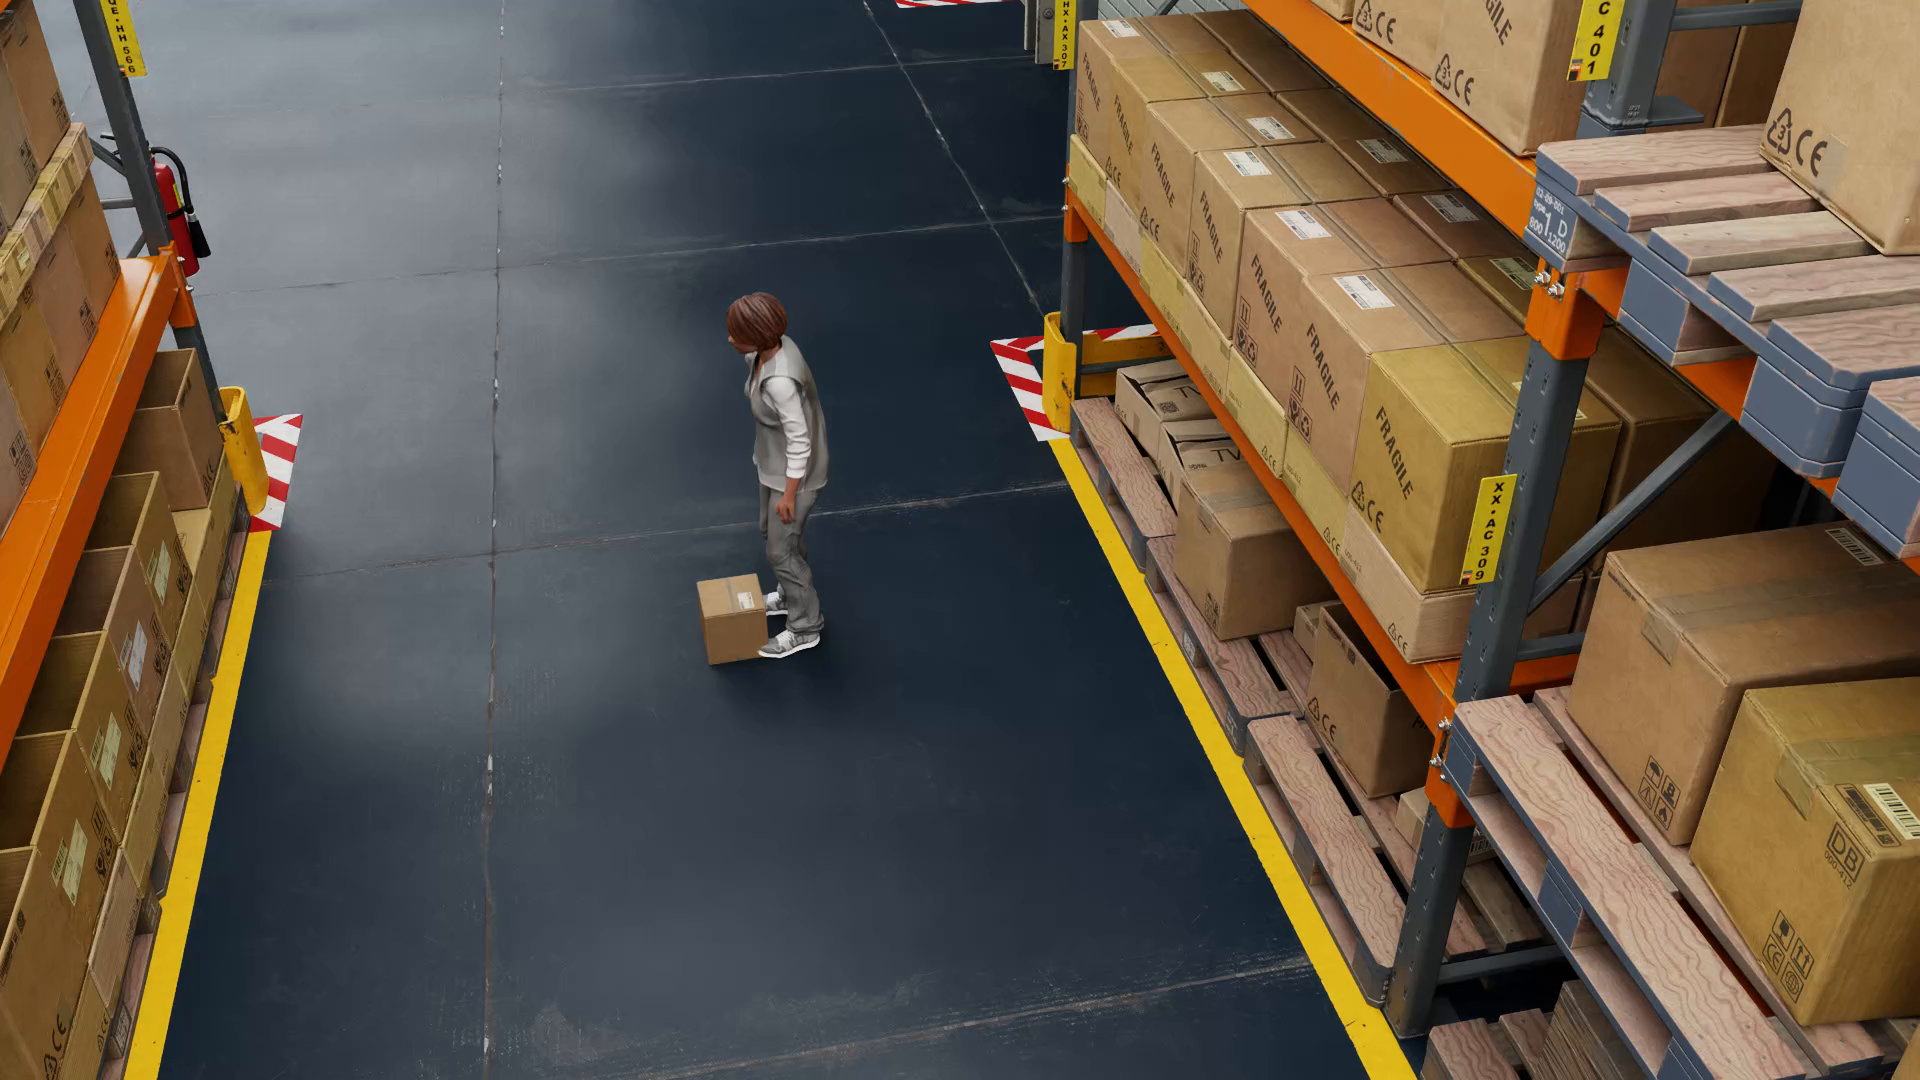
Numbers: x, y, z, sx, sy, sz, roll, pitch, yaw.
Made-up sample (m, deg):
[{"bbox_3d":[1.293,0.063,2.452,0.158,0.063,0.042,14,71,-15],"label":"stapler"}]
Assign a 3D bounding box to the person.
[{"bbox_3d":[-0.698,-0.260,6.529,0.348,1.591,0.478,-9,36,-13],"label":"person"}]
